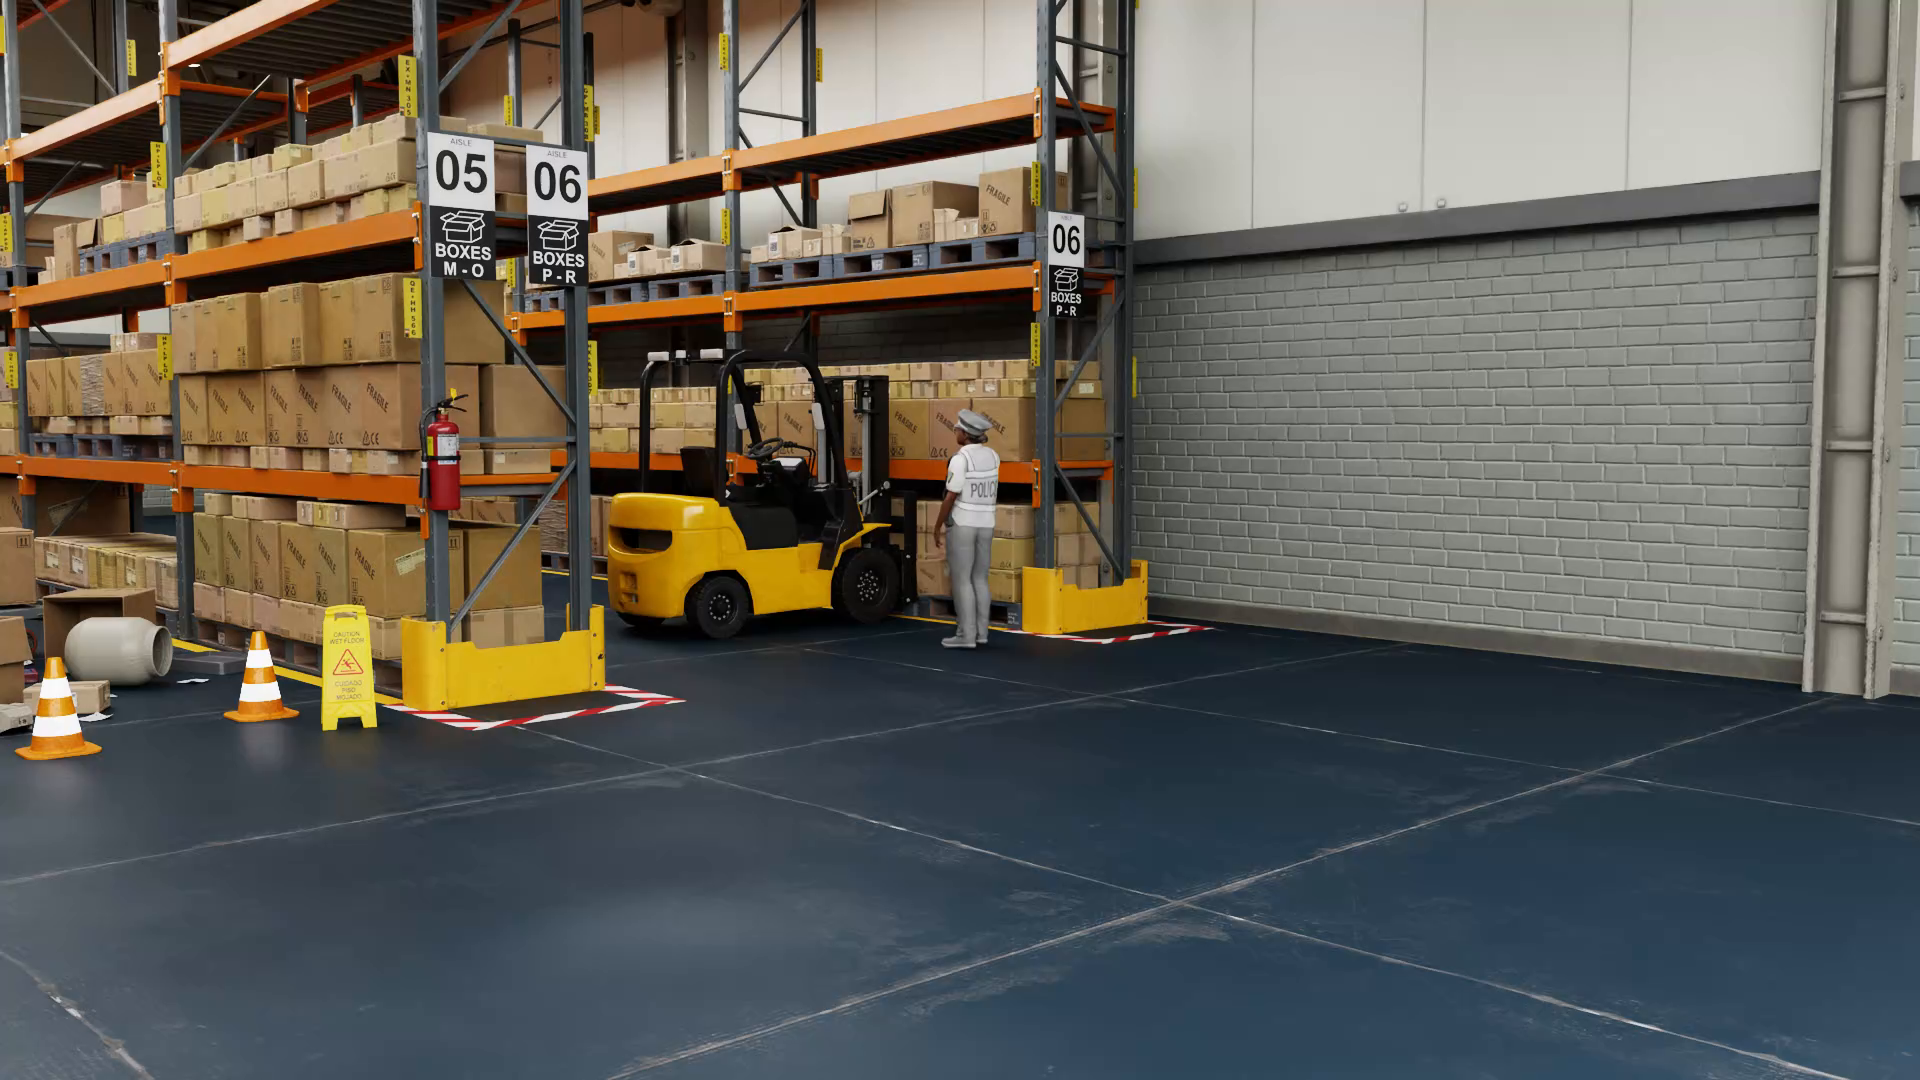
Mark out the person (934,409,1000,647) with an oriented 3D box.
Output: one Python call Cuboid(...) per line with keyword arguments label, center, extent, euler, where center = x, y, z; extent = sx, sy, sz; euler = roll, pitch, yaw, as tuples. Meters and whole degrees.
Cuboid(label="person", center=(0.032, -0.083, 11.844), extent=(0.547, 1.698, 0.528), euler=(-4, 6, -44))
